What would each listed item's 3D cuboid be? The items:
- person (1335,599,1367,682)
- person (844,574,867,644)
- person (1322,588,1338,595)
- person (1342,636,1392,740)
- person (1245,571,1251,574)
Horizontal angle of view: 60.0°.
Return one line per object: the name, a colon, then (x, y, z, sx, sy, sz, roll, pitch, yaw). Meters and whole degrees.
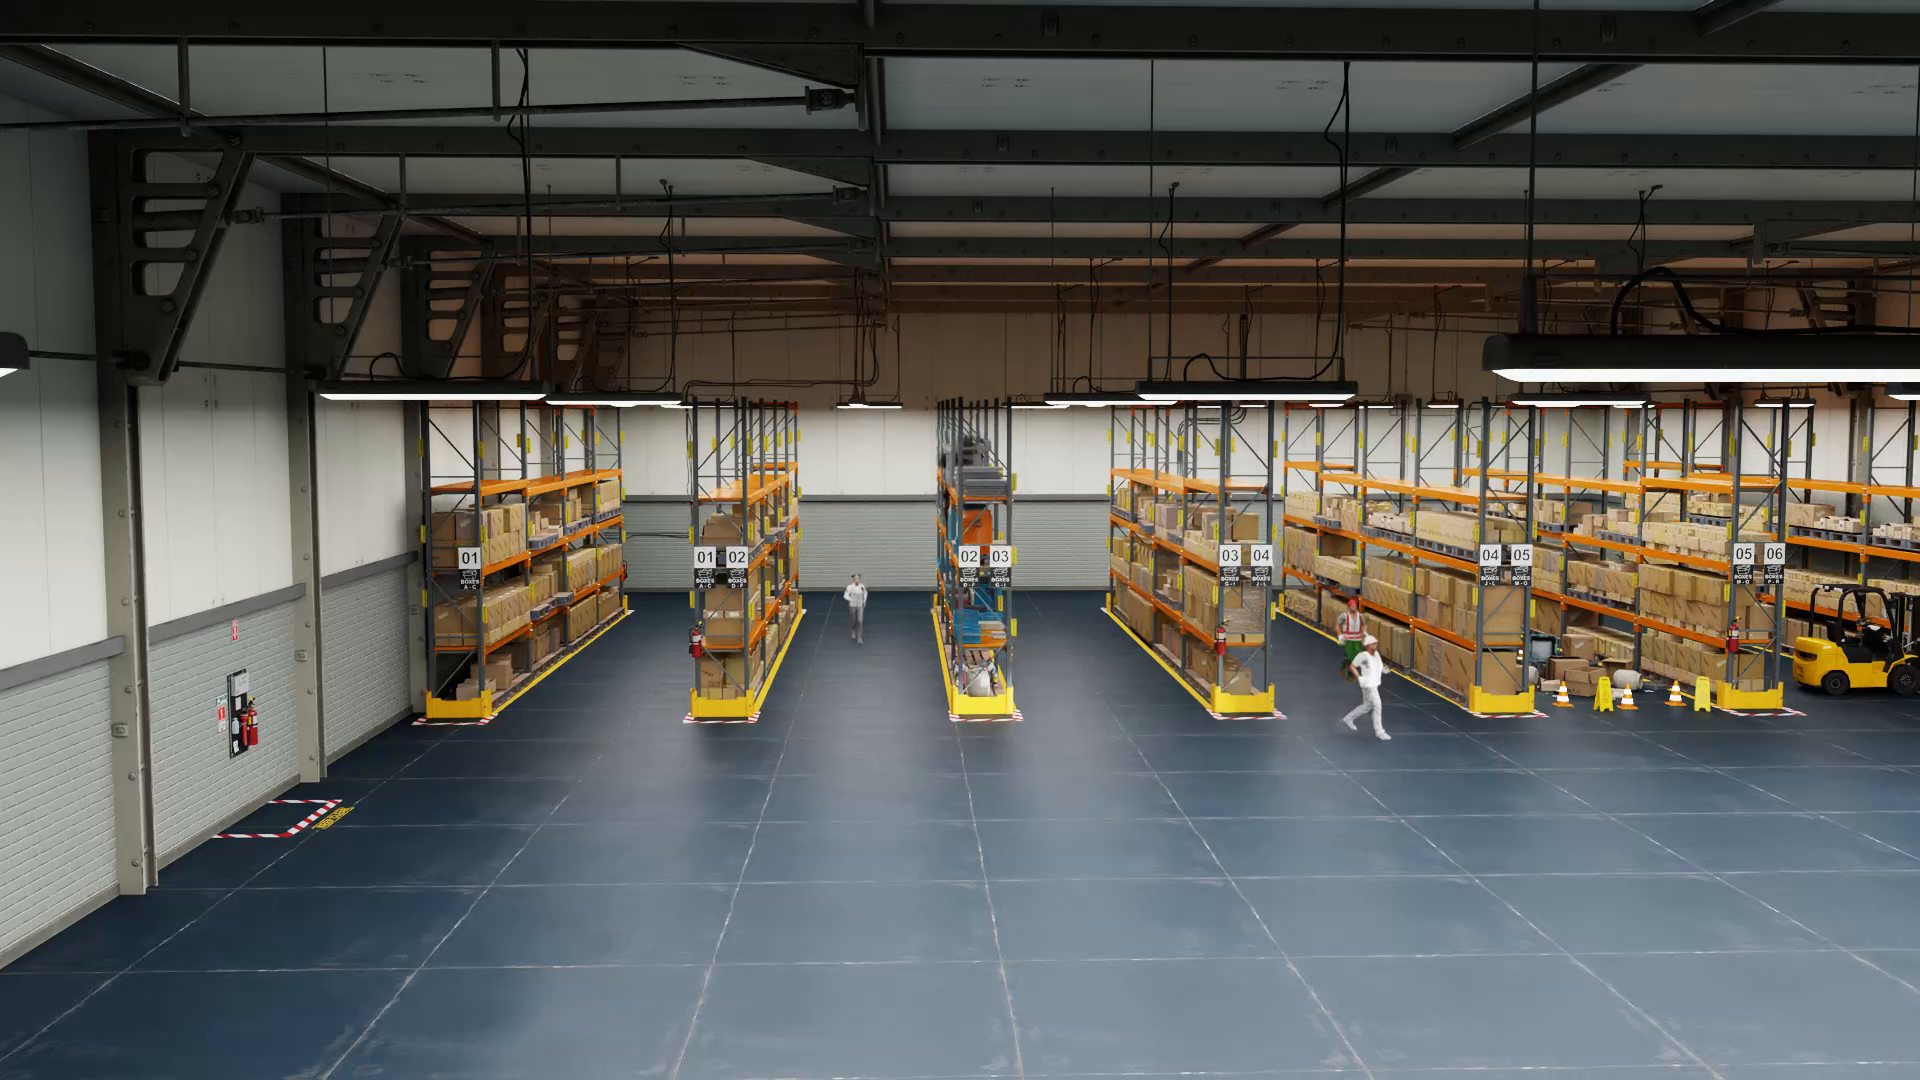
person: (8.319, 2.129, 35.251, 0.673, 1.752, 0.590, -1, 4, -11)
person: (-2.591, 1.678, 41.418, 0.608, 1.714, 0.865, -1, 4, -10)
person: (10.926, 1.127, 48.926, 0.986, 1.718, 0.516, -3, 5, -33)
person: (7.189, 2.570, 29.253, 0.924, 1.795, 0.666, 3, 5, 35)
person: (8.119, 1.233, 48.297, 0.510, 1.555, 0.822, -3, 6, -38)
